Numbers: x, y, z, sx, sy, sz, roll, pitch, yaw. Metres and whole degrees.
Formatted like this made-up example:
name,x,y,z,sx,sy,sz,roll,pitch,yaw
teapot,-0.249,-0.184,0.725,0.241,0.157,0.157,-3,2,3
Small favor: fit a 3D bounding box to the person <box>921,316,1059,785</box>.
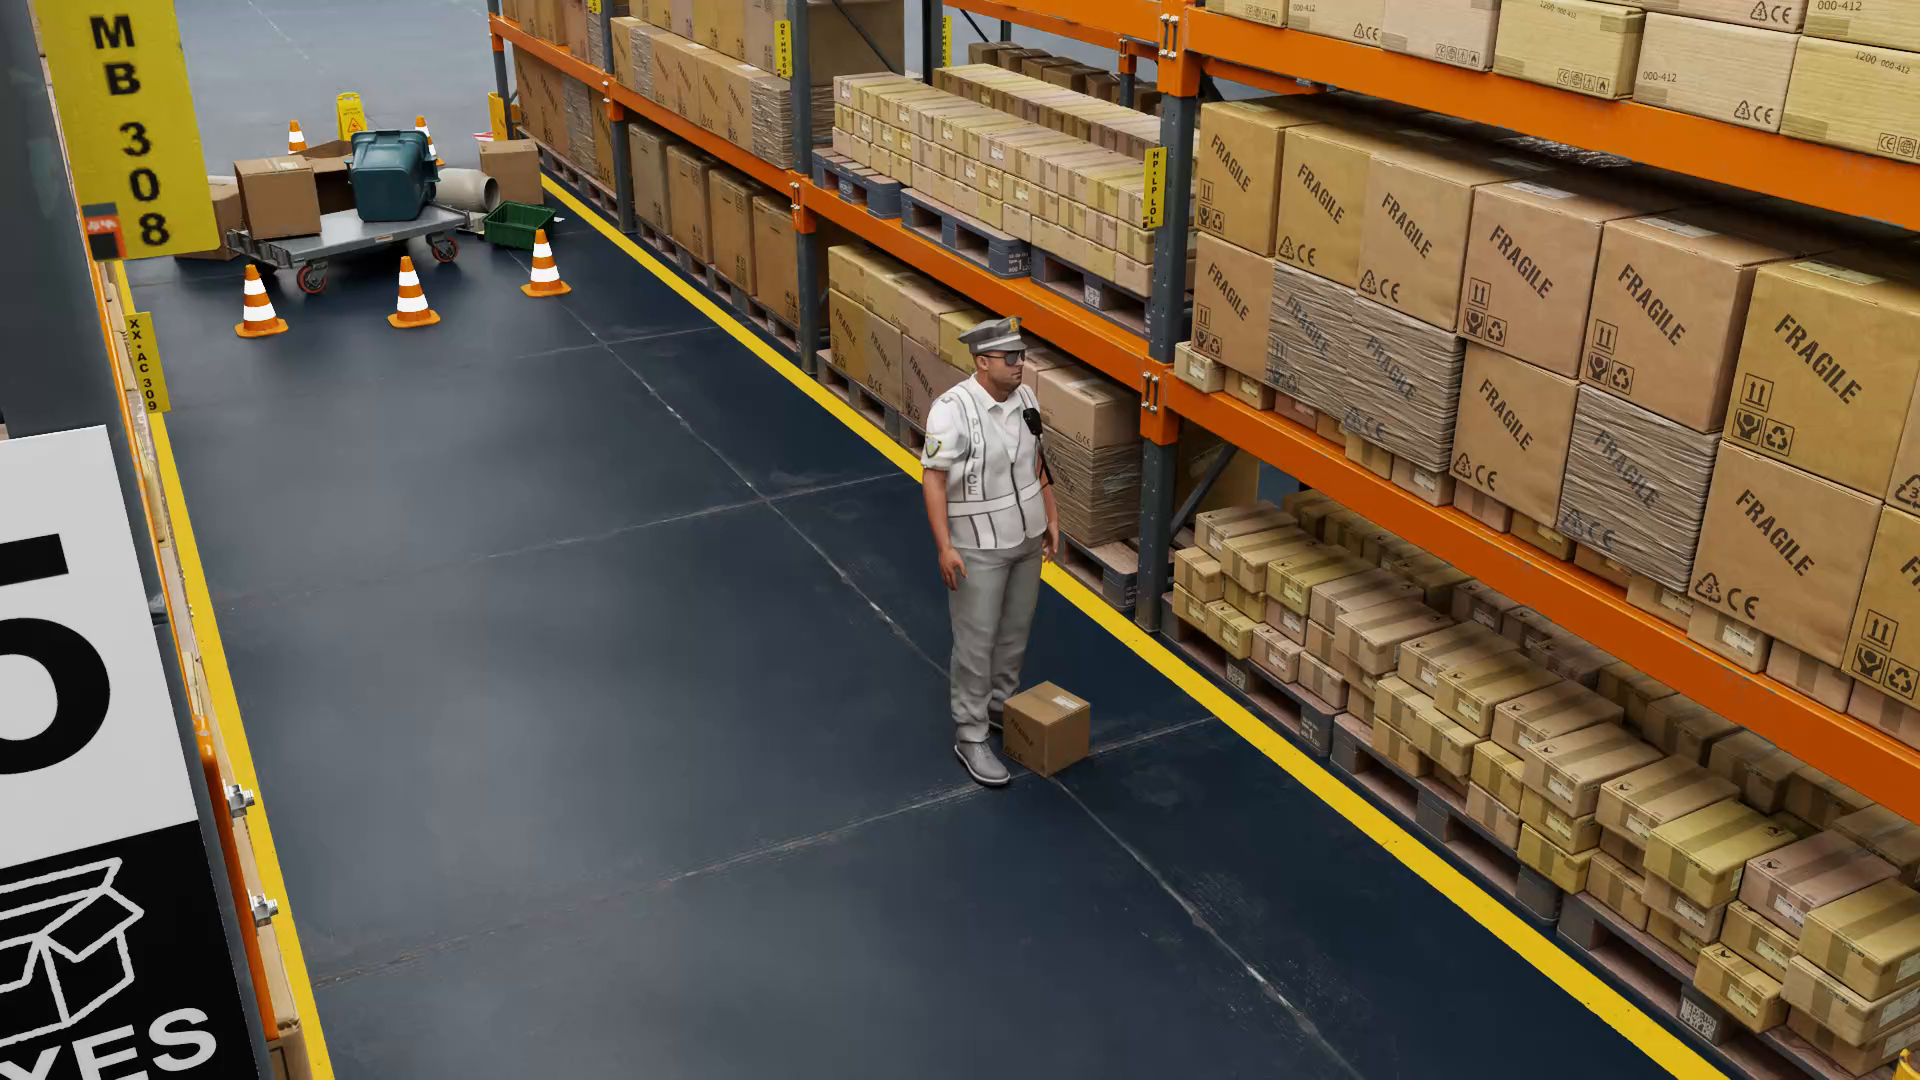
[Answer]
name,x,y,z,sx,sy,sz,roll,pitch,yaw
person,0.184,0.005,6.534,0.640,1.780,0.574,-21,32,-37
